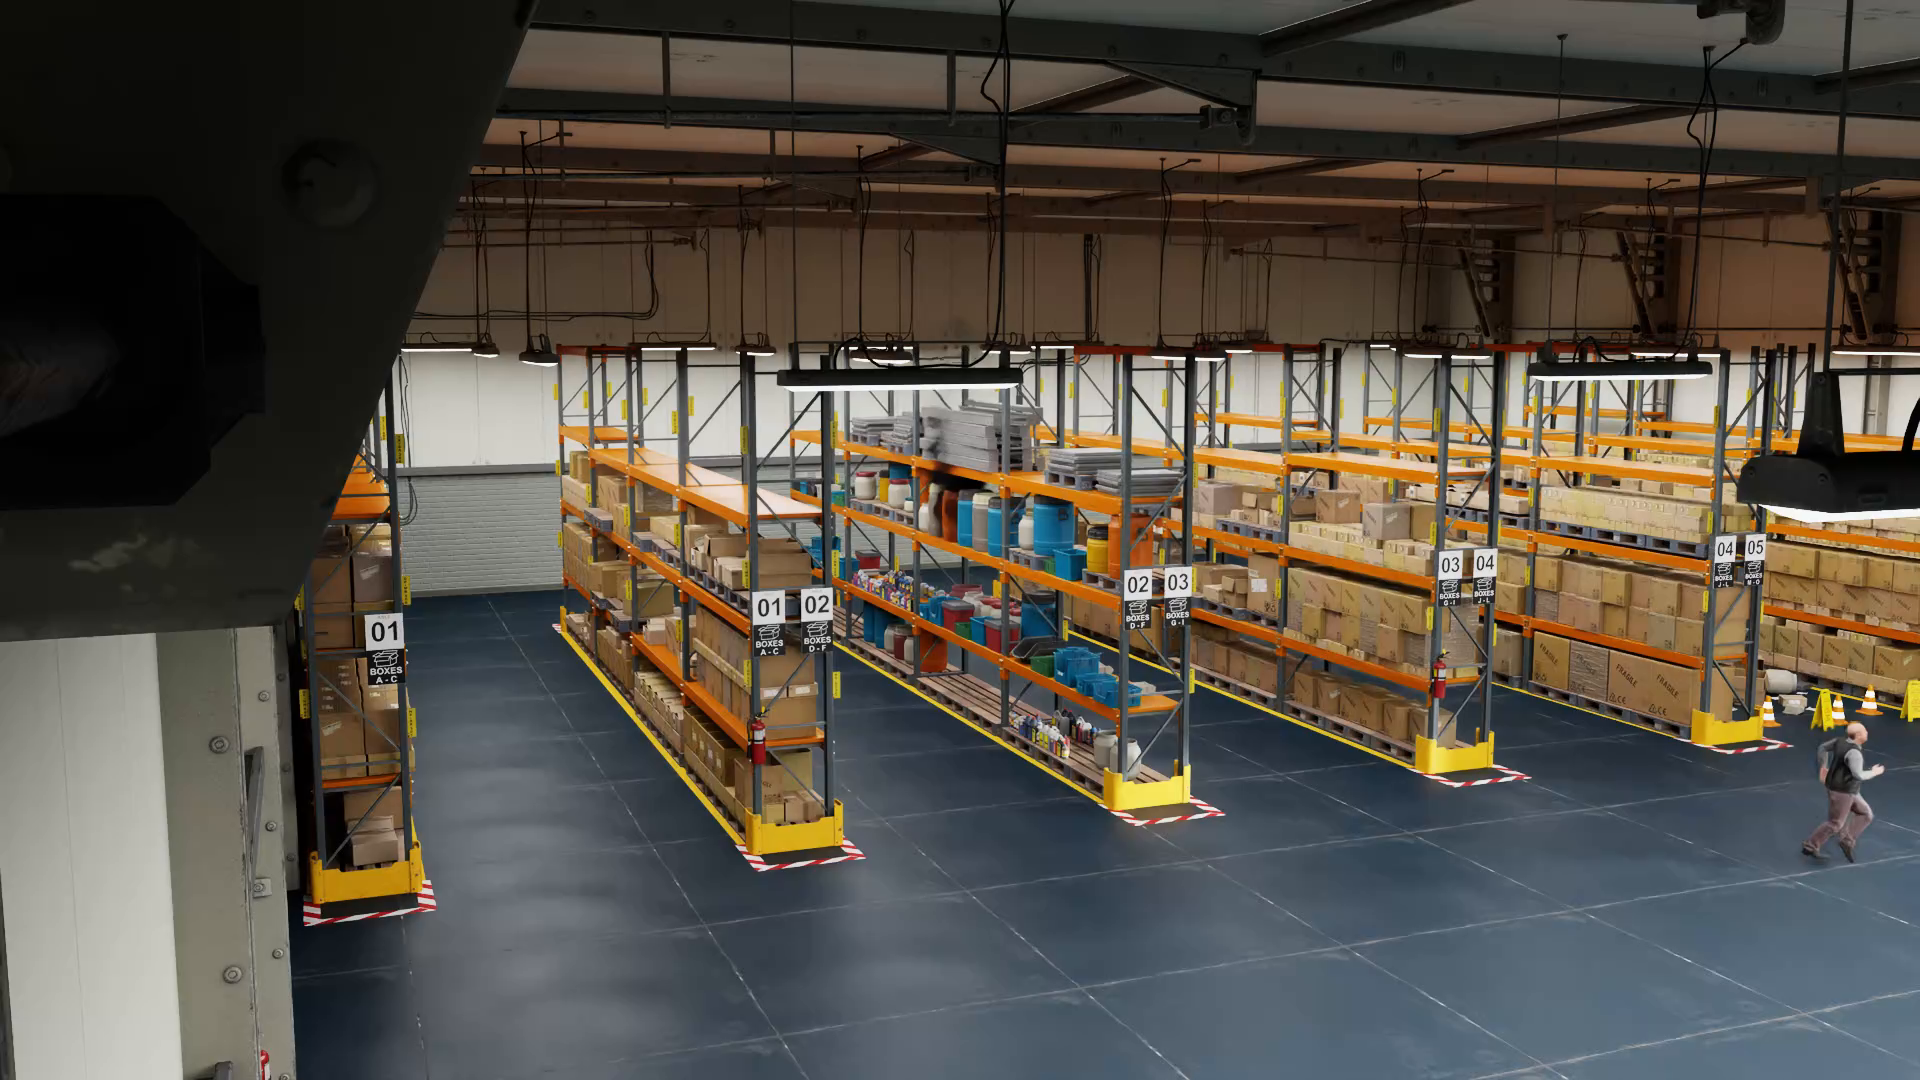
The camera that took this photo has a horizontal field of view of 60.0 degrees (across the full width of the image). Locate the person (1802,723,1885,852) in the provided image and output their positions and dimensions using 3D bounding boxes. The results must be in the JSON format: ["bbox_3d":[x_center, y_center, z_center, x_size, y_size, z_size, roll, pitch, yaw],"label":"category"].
[{"bbox_3d":[10.451,2.927,19.659,0.809,1.586,0.682,2,8,15],"label":"person"}]

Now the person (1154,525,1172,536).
[{"bbox_3d":[4.801,0.217,40.790,0.712,1.691,0.750,3,8,25],"label":"person"}]
